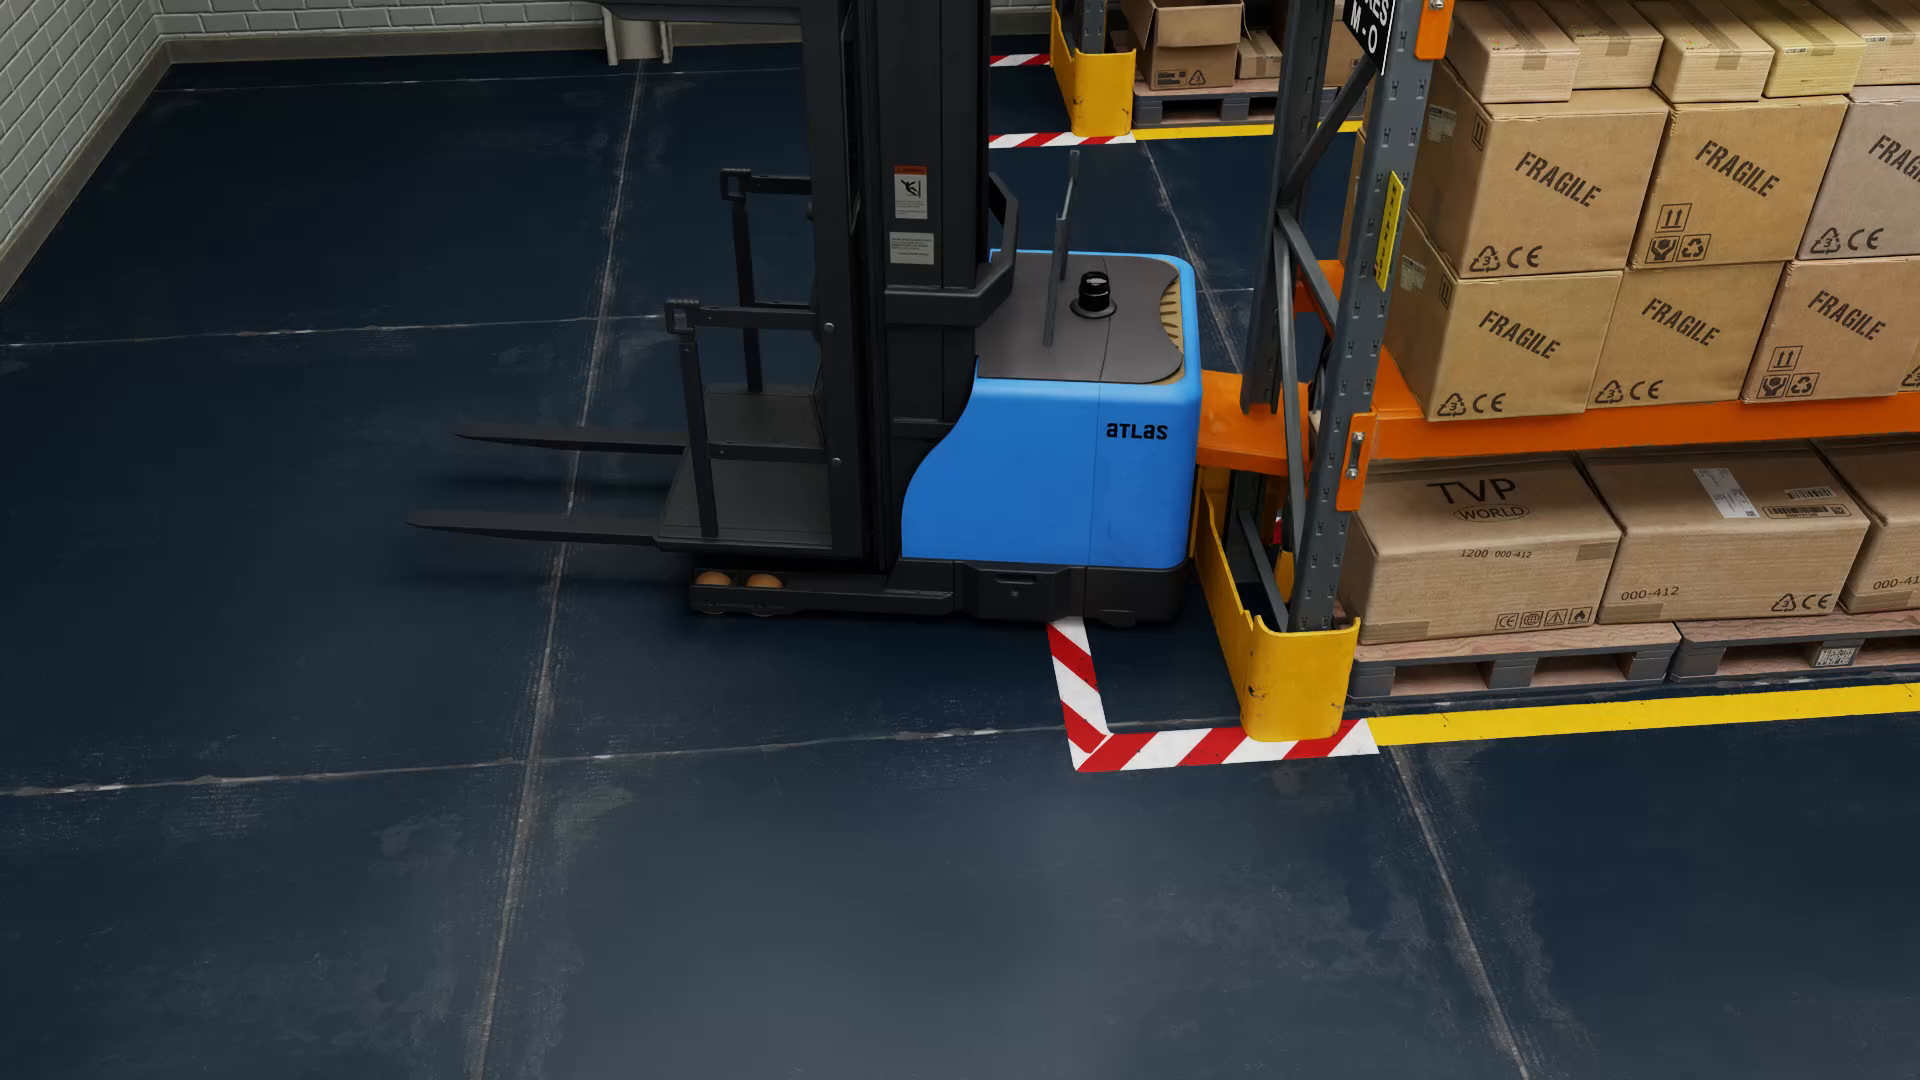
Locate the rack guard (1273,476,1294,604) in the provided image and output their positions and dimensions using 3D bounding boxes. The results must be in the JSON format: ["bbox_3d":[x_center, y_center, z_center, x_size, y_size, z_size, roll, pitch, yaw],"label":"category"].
[{"bbox_3d":[1.279,-0.041,6.524,0.087,0.250,0.587,8,41,5],"label":"rack guard"}]

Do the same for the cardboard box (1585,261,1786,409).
[{"bbox_3d":[2.161,-0.767,5.220,0.500,0.500,0.500,-4,38,-5],"label":"cardboard box"}]

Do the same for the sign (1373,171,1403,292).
[{"bbox_3d":[1.199,-0.862,4.658,0.005,0.325,0.100,-3,38,-4],"label":"sign"}]

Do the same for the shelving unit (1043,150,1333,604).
[{"bbox_3d":[0.823,-0.585,6.158,1.083,1.500,0.587,8,41,5],"label":"shelving unit"}]

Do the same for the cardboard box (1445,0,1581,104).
[{"bbox_3d":[1.534,-1.369,4.652,0.250,0.149,0.380,-2,38,-3],"label":"cardboard box"}]

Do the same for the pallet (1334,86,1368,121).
[{"bbox_3d":[2.794,-2.915,10.274,1.213,0.211,1.003,-3,38,-4],"label":"pallet"}]

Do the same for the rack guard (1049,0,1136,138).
[{"bbox_3d":[0.788,-2.919,10.046,0.348,0.500,1.175,-3,38,-4],"label":"rack guard"}]

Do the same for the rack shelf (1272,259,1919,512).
[{"bbox_3d":[3.148,-0.661,5.747,4.000,0.370,1.077,-3,38,-4],"label":"rack shelf"}]

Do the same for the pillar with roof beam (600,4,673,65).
[{"bbox_3d":[-1.672,-4.004,4.559,0.400,9.000,9.100,-3,38,-4],"label":"pillar with roof beam"}]

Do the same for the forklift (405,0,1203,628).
[{"bbox_3d":[-0.629,-1.180,5.879,3.031,2.935,1.130,3,38,3],"label":"forklift"}]

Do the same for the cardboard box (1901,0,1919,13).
[{"bbox_3d":[2.827,-1.431,4.731,0.250,0.149,0.380,-3,38,-4],"label":"cardboard box"}]

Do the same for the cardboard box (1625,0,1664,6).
[{"bbox_3d":[1.996,-1.759,5.146,0.250,0.149,0.380,-3,38,-4],"label":"cardboard box"}]

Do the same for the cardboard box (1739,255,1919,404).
[{"bbox_3d":[2.669,-0.784,5.242,0.500,0.500,0.500,-3,38,-4],"label":"cardboard box"}]

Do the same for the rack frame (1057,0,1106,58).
[{"bbox_3d":[0.712,-3.896,9.267,0.127,3.000,1.000,-3,38,-4],"label":"rack frame"}]

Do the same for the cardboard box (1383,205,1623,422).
[{"bbox_3d":[1.659,-0.722,5.163,0.500,0.500,0.500,-3,38,-4],"label":"cardboard box"}]

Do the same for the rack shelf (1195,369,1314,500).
[{"bbox_3d":[0.822,-0.447,6.274,1.000,0.185,0.538,8,41,5],"label":"rack shelf"}]

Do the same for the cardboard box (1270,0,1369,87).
[{"bbox_3d":[2.185,-3.078,9.908,0.500,0.500,0.700,-2,38,-2],"label":"cardboard box"}]

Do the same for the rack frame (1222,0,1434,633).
[{"bbox_3d":[1.156,-0.834,5.385,0.127,3.000,1.000,-3,38,-4],"label":"rack frame"}]

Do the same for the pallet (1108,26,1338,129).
[{"bbox_3d":[1.582,-2.850,10.192,1.213,0.211,1.003,-3,38,-4],"label":"pallet"}]

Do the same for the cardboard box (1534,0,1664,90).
[{"bbox_3d":[1.788,-1.427,4.726,0.250,0.149,0.380,-2,38,-3],"label":"cardboard box"}]

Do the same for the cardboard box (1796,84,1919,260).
[{"bbox_3d":[2.685,-1.182,4.939,0.500,0.500,0.500,-3,38,-4],"label":"cardboard box"}]

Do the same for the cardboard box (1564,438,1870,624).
[{"bbox_3d":[2.715,-0.146,6.243,0.875,0.438,0.875,-2,38,-3],"label":"cardboard box"}]

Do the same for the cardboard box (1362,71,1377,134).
[{"bbox_3d":[1.615,-1.439,5.264,0.500,0.500,0.500,-2,38,-2],"label":"cardboard box"}]

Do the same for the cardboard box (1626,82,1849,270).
[{"bbox_3d":[2.173,-1.149,4.897,0.500,0.500,0.500,-4,38,-5],"label":"cardboard box"}]

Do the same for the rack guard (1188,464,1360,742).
[{"bbox_3d":[1.132,0.149,6.158,0.348,0.500,1.175,-3,38,-4],"label":"rack guard"}]

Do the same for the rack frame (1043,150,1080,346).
[{"bbox_3d":[0.330,-0.655,6.197,0.032,1.500,0.500,8,41,5],"label":"rack frame"}]

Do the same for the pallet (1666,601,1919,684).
[{"bbox_3d":[3.157,0.104,6.448,1.213,0.211,1.003,-3,38,-4],"label":"pallet"}]

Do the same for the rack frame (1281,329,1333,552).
[{"bbox_3d":[1.333,-0.512,6.117,0.032,1.500,0.500,8,41,5],"label":"rack frame"}]

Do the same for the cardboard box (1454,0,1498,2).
[{"bbox_3d":[1.495,-1.664,5.025,0.250,0.149,0.380,-3,38,-3],"label":"cardboard box"}]

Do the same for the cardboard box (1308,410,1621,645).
[{"bbox_3d":[1.804,-0.091,6.173,0.875,0.438,0.875,-4,38,-6],"label":"cardboard box"}]

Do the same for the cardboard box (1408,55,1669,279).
[{"bbox_3d":[1.659,-1.116,4.855,0.500,0.500,0.500,-4,38,-5],"label":"cardboard box"}]

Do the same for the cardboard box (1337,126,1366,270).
[{"bbox_3d":[1.613,-1.063,5.595,0.500,0.500,0.500,-3,38,-4],"label":"cardboard box"}]

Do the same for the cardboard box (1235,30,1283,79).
[{"bbox_3d":[1.756,-2.916,9.987,0.250,0.149,0.380,-5,39,-6],"label":"cardboard box"}]

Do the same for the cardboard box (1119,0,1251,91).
[{"bbox_3d":[1.330,-3.056,9.878,0.637,0.503,0.797,-5,39,-6],"label":"cardboard box"}]

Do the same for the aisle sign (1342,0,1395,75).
[{"bbox_3d":[1.110,-1.672,4.348,0.004,0.787,0.394,-3,38,-4],"label":"aisle sign"}]

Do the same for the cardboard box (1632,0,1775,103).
[{"bbox_3d":[2.058,-1.371,4.654,0.250,0.149,0.380,-2,38,-3],"label":"cardboard box"}]

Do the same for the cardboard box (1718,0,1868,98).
[{"bbox_3d":[2.318,-1.396,4.687,0.250,0.149,0.380,-4,38,-5],"label":"cardboard box"}]

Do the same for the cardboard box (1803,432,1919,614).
[{"bbox_3d":[3.613,-0.195,6.305,0.875,0.438,0.875,-4,38,-5],"label":"cardboard box"}]

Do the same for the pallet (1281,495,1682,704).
[{"bbox_3d":[1.945,0.169,6.366,1.213,0.211,1.003,-3,38,-4],"label":"pallet"}]

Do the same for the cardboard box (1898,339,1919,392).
[{"bbox_3d":[3.166,-0.822,5.289,0.500,0.500,0.500,-2,38,-2],"label":"cardboard box"}]

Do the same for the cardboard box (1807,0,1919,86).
[{"bbox_3d":[2.575,-1.443,4.746,0.250,0.149,0.380,-3,38,-4],"label":"cardboard box"}]

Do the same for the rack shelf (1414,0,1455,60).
[{"bbox_3d":[3.148,-1.839,4.818,4.000,0.370,1.077,-3,38,-4],"label":"rack shelf"}]
